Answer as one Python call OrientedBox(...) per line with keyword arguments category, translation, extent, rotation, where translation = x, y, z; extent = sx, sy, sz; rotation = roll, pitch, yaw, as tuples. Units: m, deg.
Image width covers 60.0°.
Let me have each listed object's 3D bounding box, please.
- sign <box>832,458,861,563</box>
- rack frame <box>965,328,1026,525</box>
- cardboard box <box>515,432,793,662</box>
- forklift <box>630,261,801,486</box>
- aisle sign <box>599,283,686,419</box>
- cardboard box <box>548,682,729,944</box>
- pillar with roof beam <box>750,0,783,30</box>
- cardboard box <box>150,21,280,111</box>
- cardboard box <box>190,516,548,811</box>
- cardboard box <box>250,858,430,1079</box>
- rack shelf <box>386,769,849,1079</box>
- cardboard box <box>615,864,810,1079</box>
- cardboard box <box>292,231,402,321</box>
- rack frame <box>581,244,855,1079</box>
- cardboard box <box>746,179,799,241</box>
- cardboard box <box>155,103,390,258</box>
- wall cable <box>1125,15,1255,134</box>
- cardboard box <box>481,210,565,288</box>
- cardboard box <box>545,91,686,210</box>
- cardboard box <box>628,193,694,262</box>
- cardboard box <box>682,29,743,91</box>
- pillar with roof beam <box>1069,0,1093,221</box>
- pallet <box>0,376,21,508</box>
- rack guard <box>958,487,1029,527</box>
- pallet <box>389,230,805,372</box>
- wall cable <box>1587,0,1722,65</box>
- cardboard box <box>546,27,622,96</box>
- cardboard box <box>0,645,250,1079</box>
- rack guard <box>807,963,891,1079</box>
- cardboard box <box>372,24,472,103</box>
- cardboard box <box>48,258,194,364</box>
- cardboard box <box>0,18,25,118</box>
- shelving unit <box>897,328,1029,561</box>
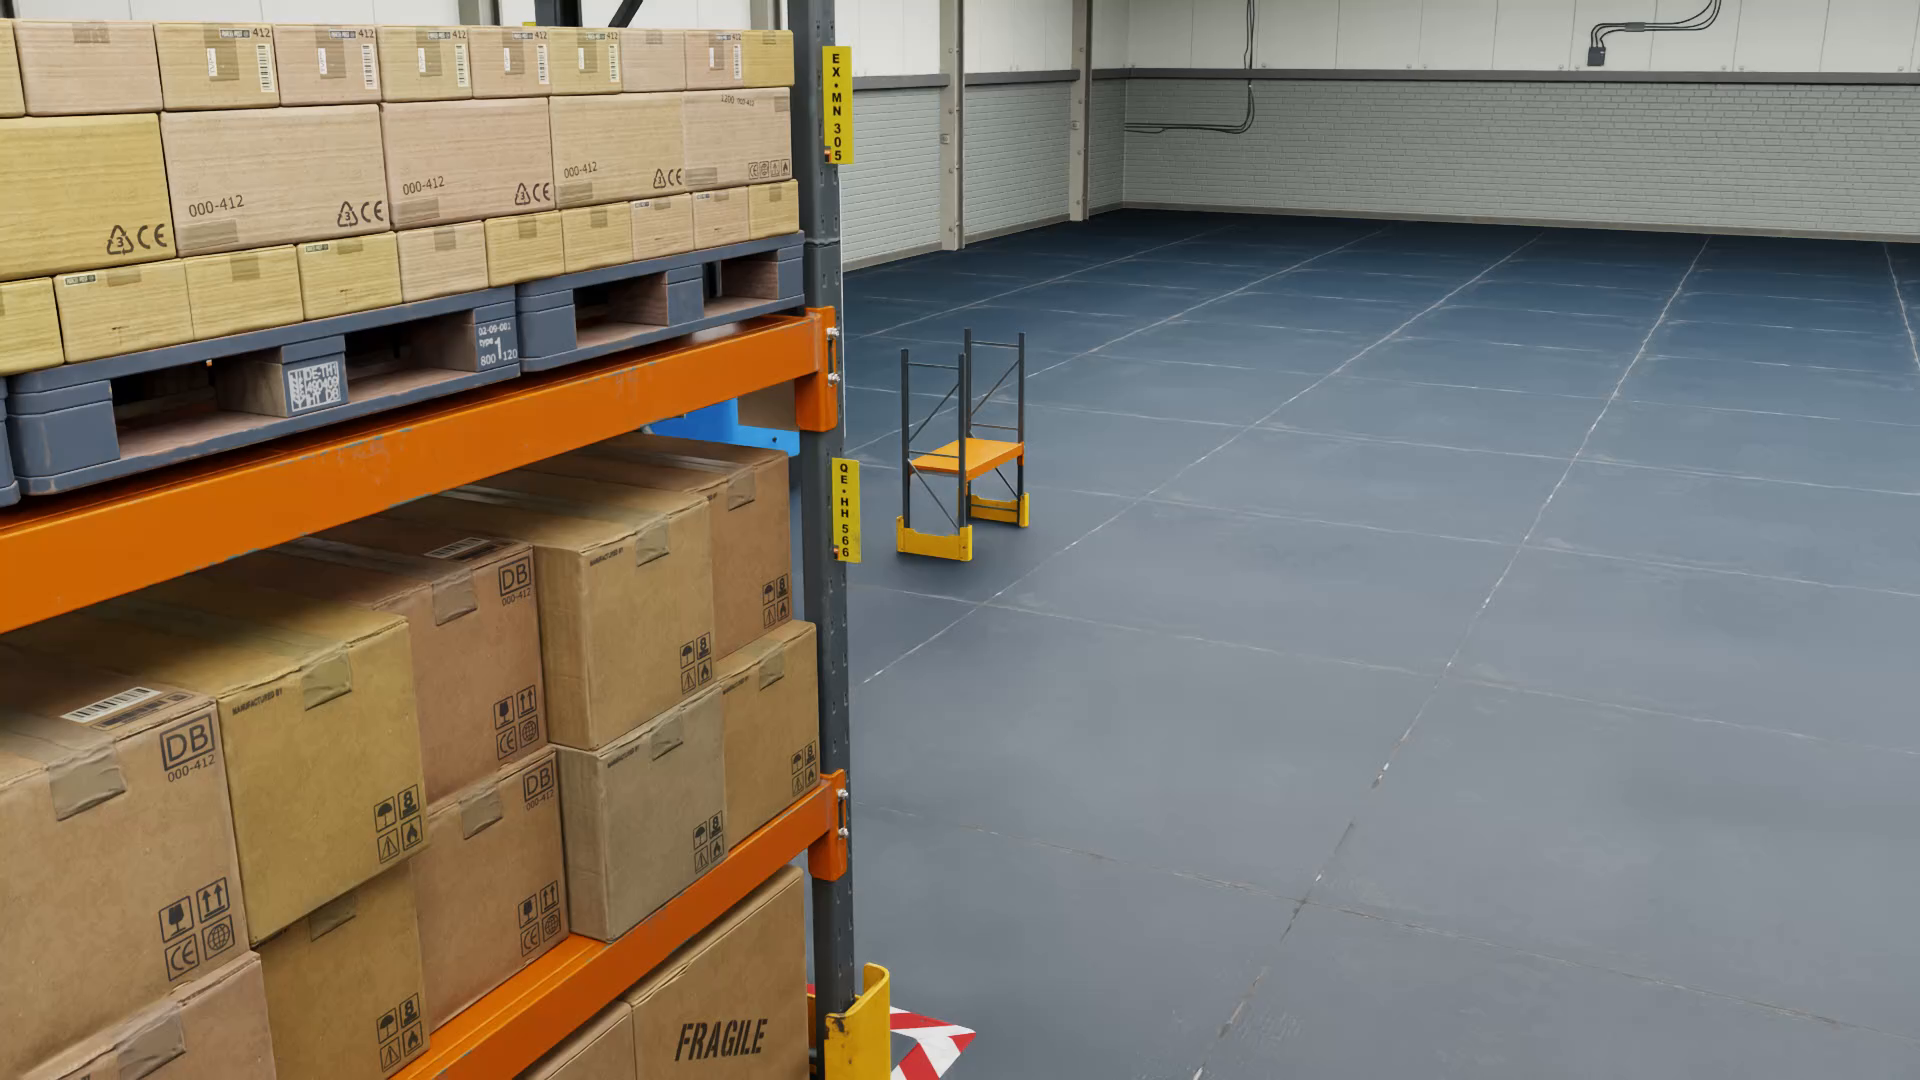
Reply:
OrientedBox(category="sign", translation=(-0.352, -0.090, 5.110), extent=(0.100, 0.325, 0.005), rotation=(8, 18, 25))
OrientedBox(category="rack frame", translation=(0.265, -0.870, 12.820), extent=(0.500, 1.500, 0.032), rotation=(8, 18, 25))
OrientedBox(category="cardboard box", translation=(-1.032, 0.006, 5.076), extent=(0.875, 0.550, 0.550), rotation=(8, 18, 25))
OrientedBox(category="forklift", translation=(-2.797, -1.966, 13.997), extent=(3.031, 2.935, 1.130), rotation=(11, 20, 32))
OrientedBox(category="aisle sign", translation=(-1.068, -0.796, 5.372), extent=(0.394, 0.787, 0.004), rotation=(8, 18, 25))
OrientedBox(category="cardboard box", translation=(-1.183, 0.677, 4.713), extent=(0.875, 0.550, 0.550), rotation=(8, 18, 25))
OrientedBox(category="pillar with roof beam", translation=(1.030, -7.579, 22.237), extent=(9.100, 9.000, 0.400), rotation=(8, 18, 25))
OrientedBox(category="cardboard box", translation=(-1.472, -0.861, 3.015), extent=(0.380, 0.149, 0.250), rotation=(8, 18, 25))
OrientedBox(category="cardboard box", translation=(-1.567, 0.283, 4.143), extent=(0.875, 0.550, 0.550), rotation=(8, 18, 25))
OrientedBox(category="cardboard box", translation=(-1.745, 0.944, 3.814), extent=(0.875, 0.550, 0.500), rotation=(8, 18, 25))
OrientedBox(category="rack shelf", translation=(-1.725, 1.360, 3.940), extent=(1.077, 0.370, 4.000), rotation=(8, 18, 25))
OrientedBox(category="cardboard box", translation=(-1.075, 1.504, 5.185), extent=(0.875, 0.875, 0.875), rotation=(8, 18, 26))
OrientedBox(category="cardboard box", translation=(-1.359, -0.545, 3.349), extent=(0.380, 0.149, 0.250), rotation=(8, 18, 26))
OrientedBox(category="rack frame", translation=(-0.832, 0.506, 5.553), extent=(1.000, 3.000, 0.127), rotation=(8, 18, 25))
OrientedBox(category="cardboard box", translation=(-0.677, -0.933, 4.657), extent=(0.380, 0.149, 0.250), rotation=(8, 18, 25))
OrientedBox(category="cardboard box", translation=(-1.475, -0.708, 3.200), extent=(0.500, 0.250, 0.500), rotation=(8, 18, 26))
OrientedBox(category="wall cable", translation=(5.040, -10.277, 36.774), extent=(3.097, 2.526, 0.112), rotation=(8, 18, 25))
OrientedBox(category="cardboard box", translation=(-1.132, -0.674, 3.784), extent=(0.380, 0.149, 0.250), rotation=(8, 18, 25))
OrientedBox(category="cardboard box", translation=(-1.025, -0.964, 4.062), extent=(0.500, 0.250, 0.500), rotation=(8, 18, 25))
OrientedBox(category="cardboard box", translation=(-0.904, -0.803, 4.221), extent=(0.380, 0.149, 0.250), rotation=(8, 18, 26))
OrientedBox(category="cardboard box", translation=(-0.791, -1.251, 4.326), extent=(0.380, 0.149, 0.250), rotation=(8, 18, 26))
OrientedBox(category="pillar with roof beam", translation=(6.392, -10.636, 32.528), extent=(9.100, 9.000, 0.400), rotation=(8, 18, 25))
OrientedBox(category="pallet", translation=(-2.244, -0.078, 2.405), extent=(1.003, 0.211, 1.213), rotation=(8, 18, 25))
OrientedBox(category="rack guard", translation=(0.257, -0.266, 12.981), extent=(0.587, 0.250, 0.087), rotation=(8, 18, 25))
OrientedBox(category="pallet", translation=(-1.154, -0.699, 4.497), extent=(1.003, 0.211, 1.213), rotation=(8, 18, 25))
OrientedBox(category="wall cable", translation=(13.526, -12.184, 31.767), extent=(2.305, 6.003, 0.169), rotation=(8, 18, 25))
OrientedBox(category="cardboard box", translation=(-1.020, -1.119, 3.883), extent=(0.380, 0.149, 0.250), rotation=(8, 19, 26))
OrientedBox(category="cardboard box", translation=(-1.917, 0.571, 3.174), extent=(0.875, 0.550, 0.550), rotation=(8, 18, 25))
OrientedBox(category="rack guard", translation=(-0.821, 1.698, 5.929), extent=(1.175, 0.500, 0.348), rotation=(8, 18, 25))
OrientedBox(category="cardboard box", translation=(-1.247, -0.990, 3.449), extent=(0.380, 0.149, 0.250), rotation=(8, 18, 25))
OrientedBox(category="cardboard box", translation=(-1.585, -0.416, 2.917), extent=(0.380, 0.149, 0.250), rotation=(8, 18, 25))
OrientedBox(category="cardboard box", translation=(-1.698, -0.734, 2.585), extent=(0.380, 0.149, 0.250), rotation=(8, 18, 26))
OrientedBox(category="shelving unit", translation=(0.034, -0.738, 12.376), extent=(0.587, 1.500, 1.083), rotation=(8, 18, 25))
